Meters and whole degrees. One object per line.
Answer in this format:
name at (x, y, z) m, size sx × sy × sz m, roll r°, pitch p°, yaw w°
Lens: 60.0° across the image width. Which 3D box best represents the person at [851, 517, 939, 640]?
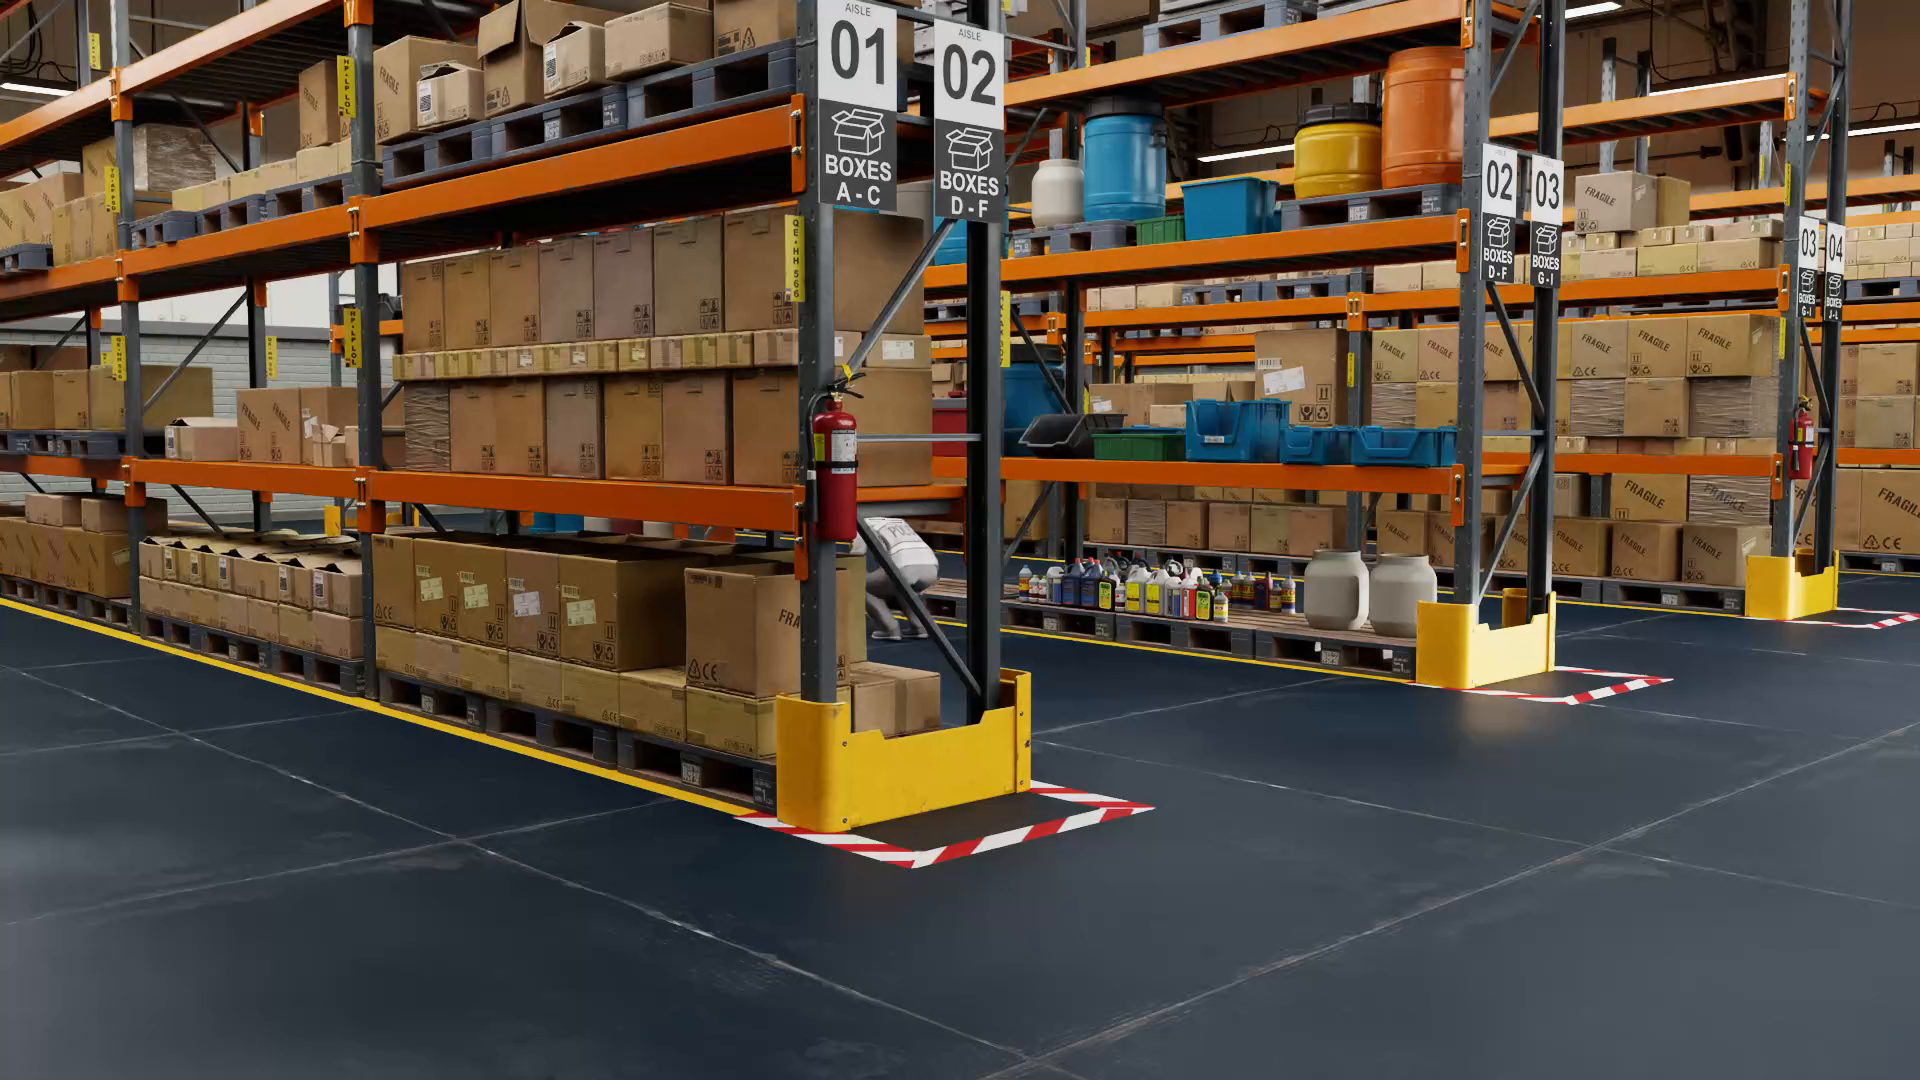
person at (-0.523, 0.220, 12.164) m, size 0.485 × 1.003 × 0.834 m, roll -3°, pitch 5°, yaw -36°
